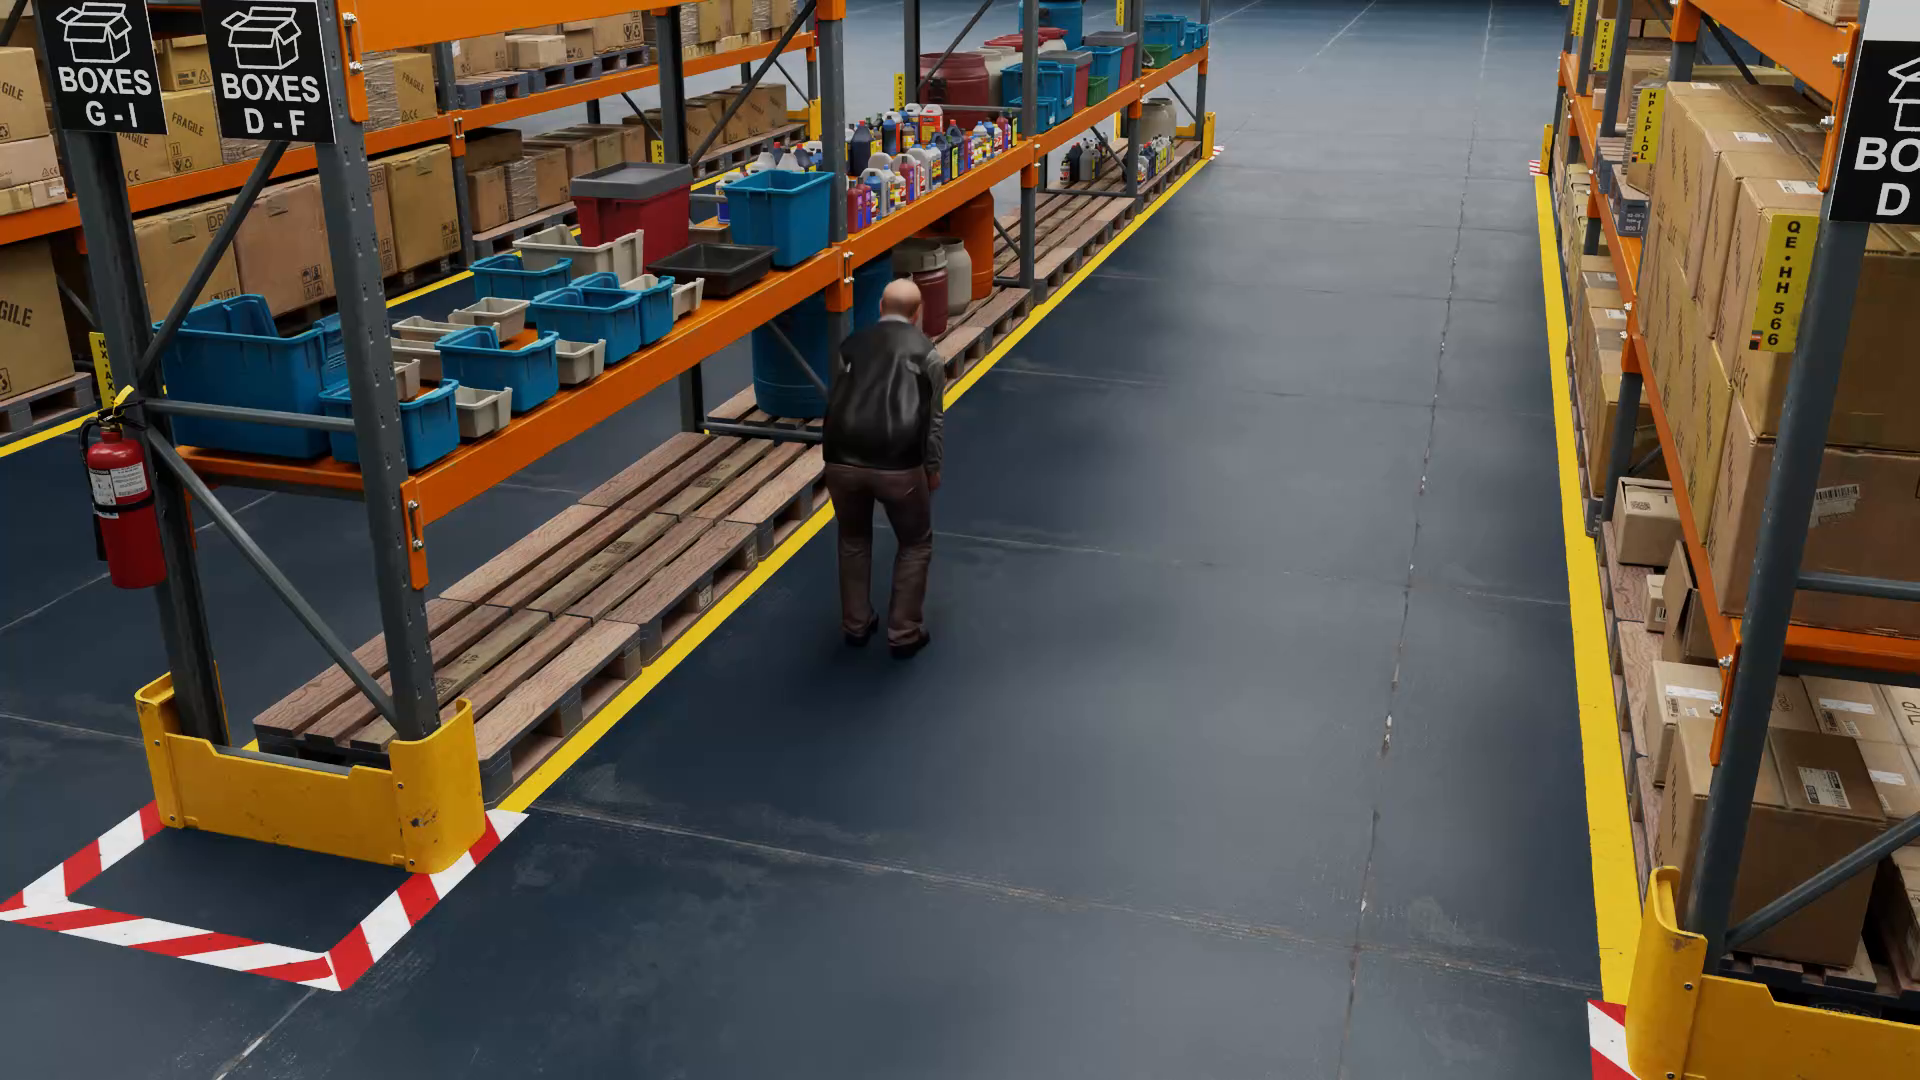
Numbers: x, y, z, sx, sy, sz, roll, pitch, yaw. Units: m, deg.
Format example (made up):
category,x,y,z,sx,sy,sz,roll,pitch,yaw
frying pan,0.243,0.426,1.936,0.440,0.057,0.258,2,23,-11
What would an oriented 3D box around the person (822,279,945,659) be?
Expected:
category,x,y,z,sx,sy,sz,roll,pitch,yaw
person,-0.318,-0.305,7.148,0.471,1.530,0.750,6,23,14
